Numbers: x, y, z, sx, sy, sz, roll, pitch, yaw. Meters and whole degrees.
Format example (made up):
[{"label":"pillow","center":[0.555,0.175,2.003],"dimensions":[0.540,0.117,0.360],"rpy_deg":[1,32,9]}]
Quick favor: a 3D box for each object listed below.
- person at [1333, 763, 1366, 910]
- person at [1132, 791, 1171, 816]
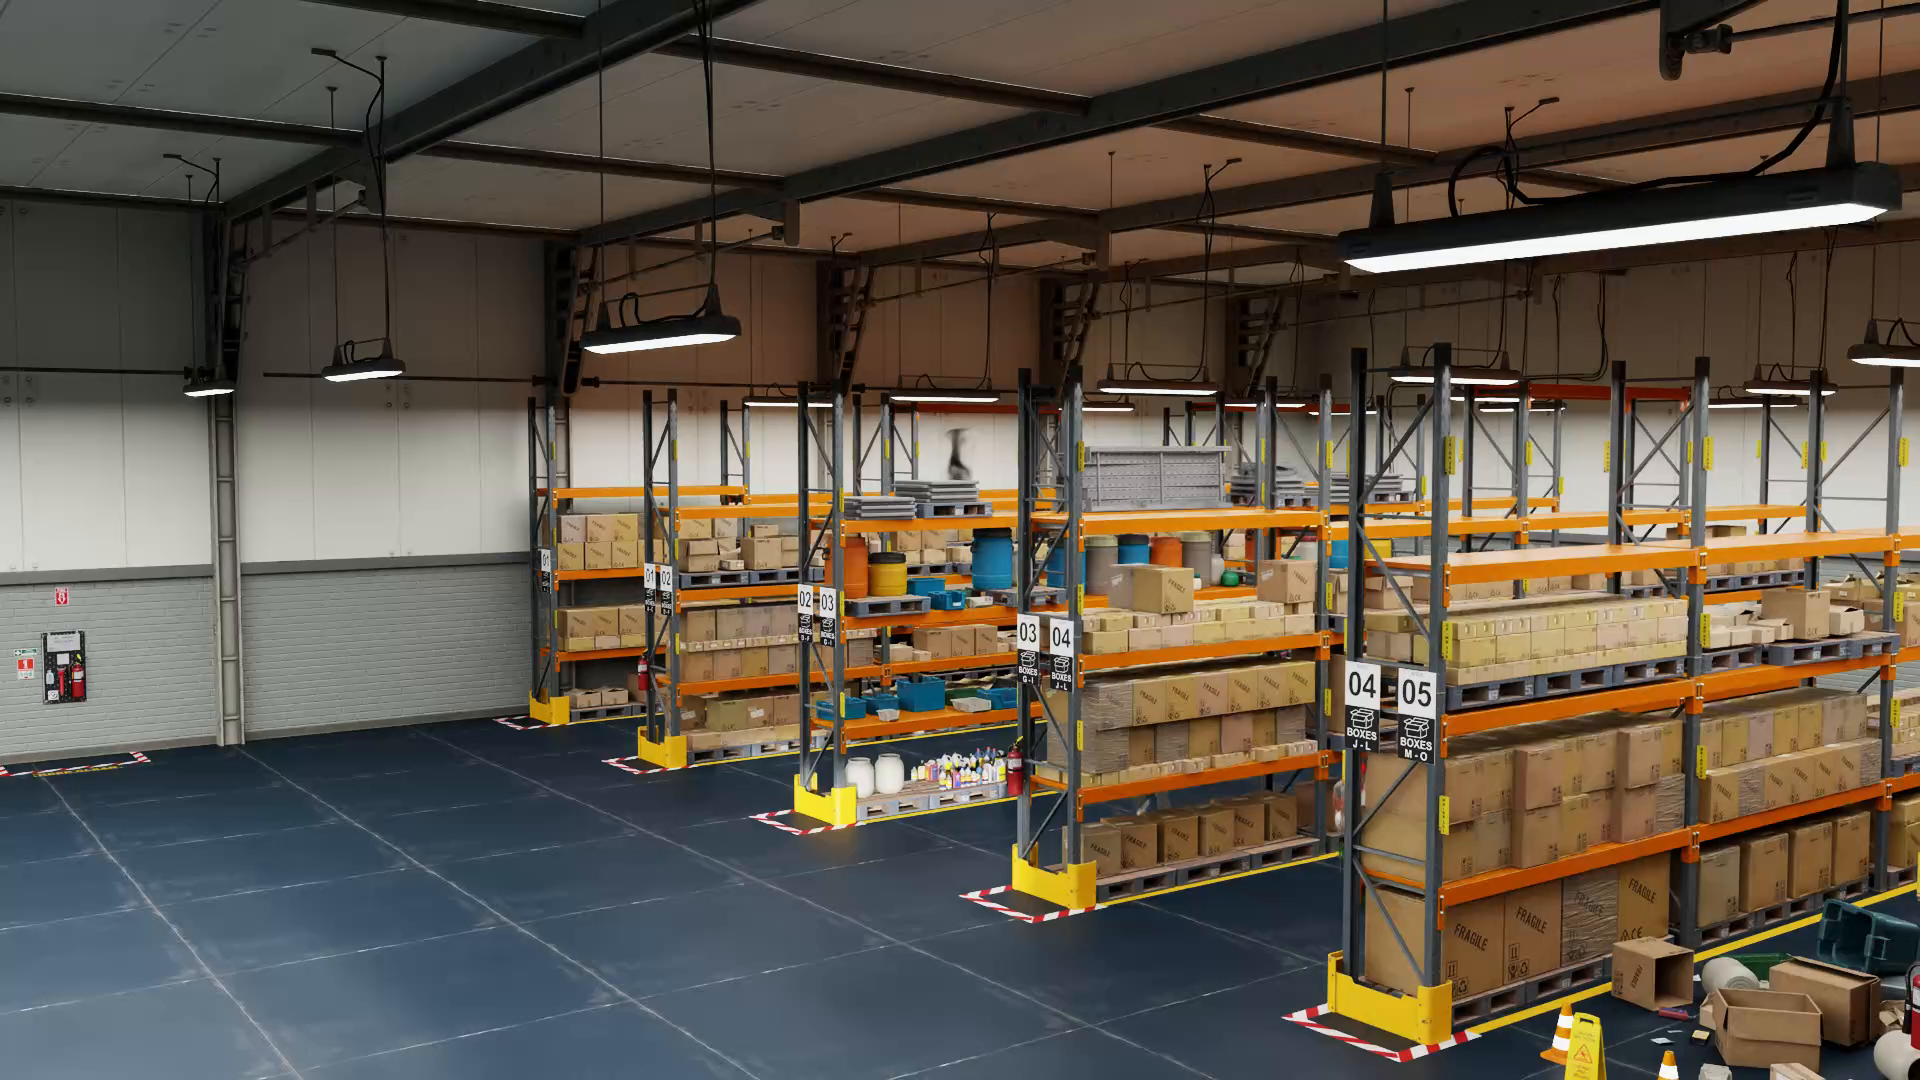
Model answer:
[{"label":"person","center":[4.386,3.241,18.311],"dimensions":[0.652,1.707,0.745],"rpy_deg":[2,4,27]},{"label":"person","center":[2.553,3.005,22.568],"dimensions":[0.874,1.594,0.556],"rpy_deg":[-3,4,-41]}]
